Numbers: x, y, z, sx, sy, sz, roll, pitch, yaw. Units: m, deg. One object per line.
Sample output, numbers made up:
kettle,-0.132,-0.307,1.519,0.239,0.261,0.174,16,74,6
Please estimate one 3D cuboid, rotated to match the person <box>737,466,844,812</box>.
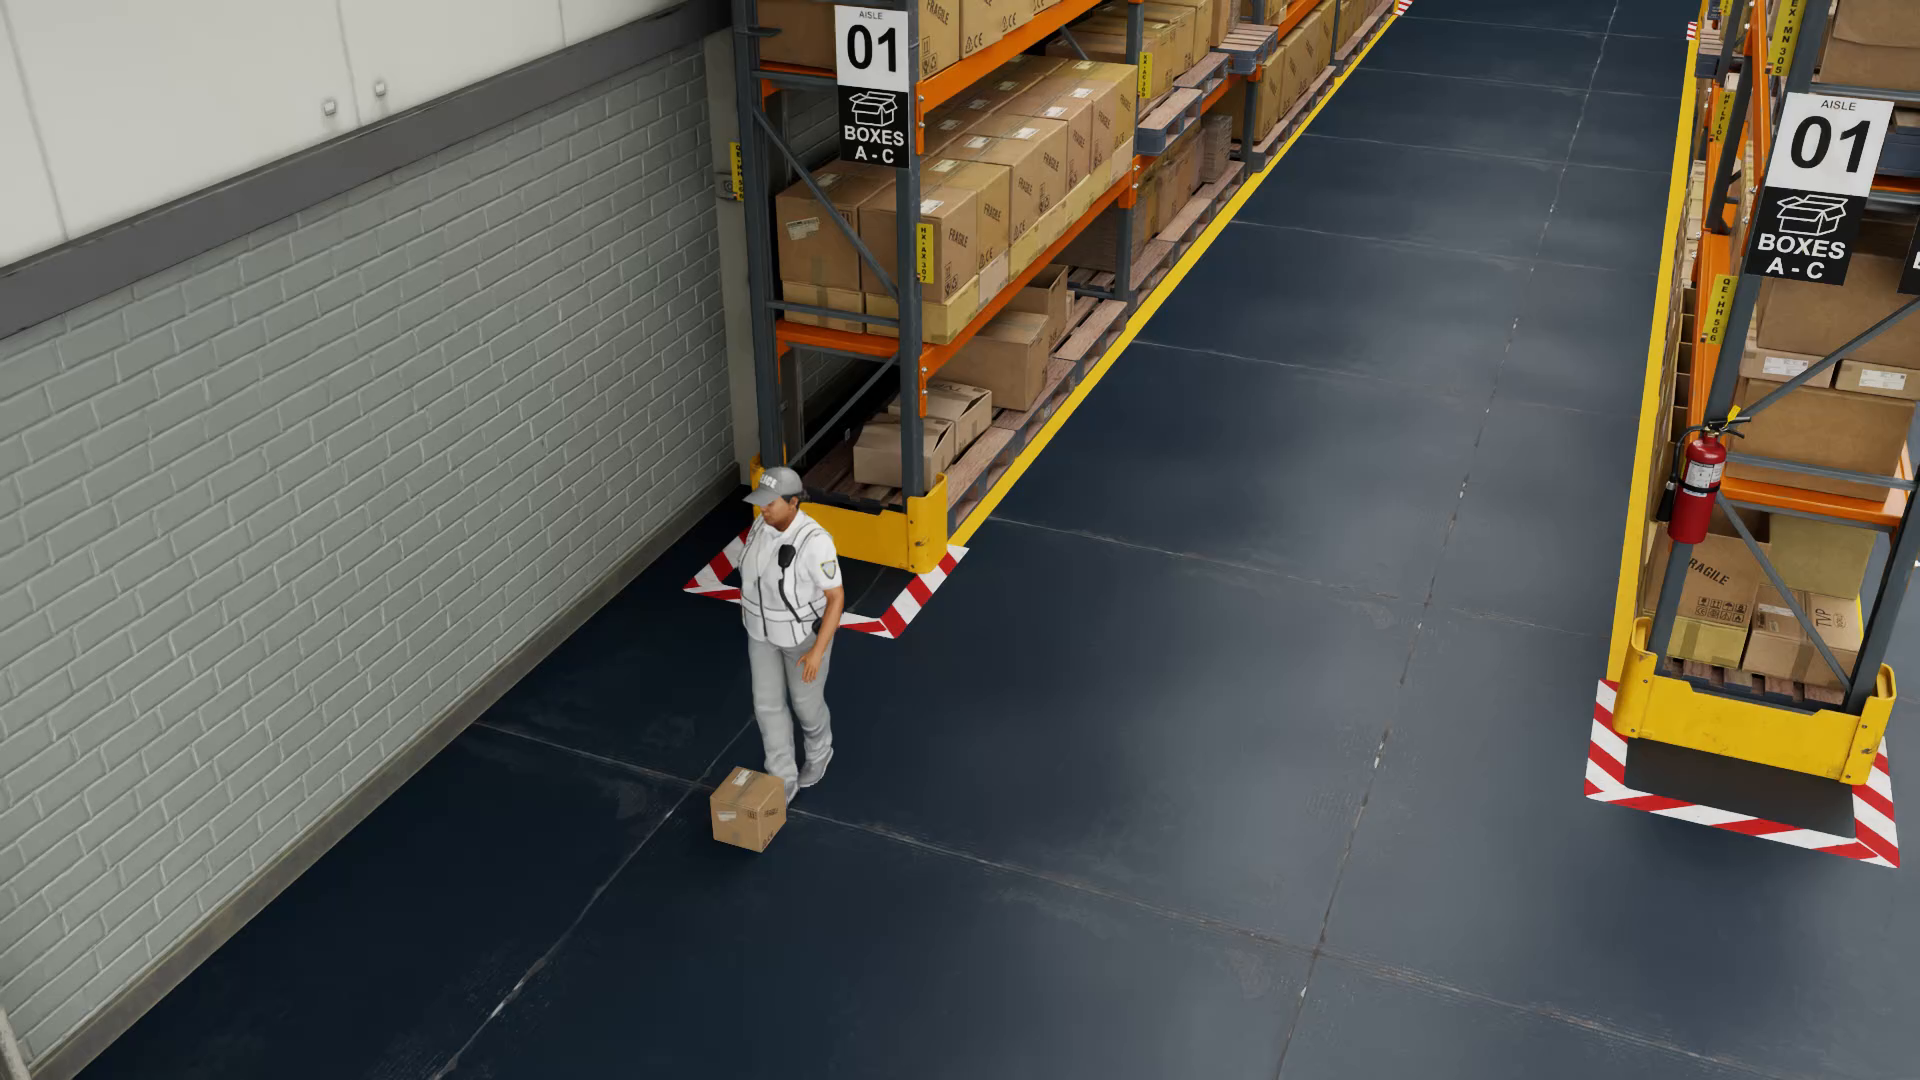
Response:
person,-0.843,0.484,7.605,0.636,1.699,0.616,16,33,25
